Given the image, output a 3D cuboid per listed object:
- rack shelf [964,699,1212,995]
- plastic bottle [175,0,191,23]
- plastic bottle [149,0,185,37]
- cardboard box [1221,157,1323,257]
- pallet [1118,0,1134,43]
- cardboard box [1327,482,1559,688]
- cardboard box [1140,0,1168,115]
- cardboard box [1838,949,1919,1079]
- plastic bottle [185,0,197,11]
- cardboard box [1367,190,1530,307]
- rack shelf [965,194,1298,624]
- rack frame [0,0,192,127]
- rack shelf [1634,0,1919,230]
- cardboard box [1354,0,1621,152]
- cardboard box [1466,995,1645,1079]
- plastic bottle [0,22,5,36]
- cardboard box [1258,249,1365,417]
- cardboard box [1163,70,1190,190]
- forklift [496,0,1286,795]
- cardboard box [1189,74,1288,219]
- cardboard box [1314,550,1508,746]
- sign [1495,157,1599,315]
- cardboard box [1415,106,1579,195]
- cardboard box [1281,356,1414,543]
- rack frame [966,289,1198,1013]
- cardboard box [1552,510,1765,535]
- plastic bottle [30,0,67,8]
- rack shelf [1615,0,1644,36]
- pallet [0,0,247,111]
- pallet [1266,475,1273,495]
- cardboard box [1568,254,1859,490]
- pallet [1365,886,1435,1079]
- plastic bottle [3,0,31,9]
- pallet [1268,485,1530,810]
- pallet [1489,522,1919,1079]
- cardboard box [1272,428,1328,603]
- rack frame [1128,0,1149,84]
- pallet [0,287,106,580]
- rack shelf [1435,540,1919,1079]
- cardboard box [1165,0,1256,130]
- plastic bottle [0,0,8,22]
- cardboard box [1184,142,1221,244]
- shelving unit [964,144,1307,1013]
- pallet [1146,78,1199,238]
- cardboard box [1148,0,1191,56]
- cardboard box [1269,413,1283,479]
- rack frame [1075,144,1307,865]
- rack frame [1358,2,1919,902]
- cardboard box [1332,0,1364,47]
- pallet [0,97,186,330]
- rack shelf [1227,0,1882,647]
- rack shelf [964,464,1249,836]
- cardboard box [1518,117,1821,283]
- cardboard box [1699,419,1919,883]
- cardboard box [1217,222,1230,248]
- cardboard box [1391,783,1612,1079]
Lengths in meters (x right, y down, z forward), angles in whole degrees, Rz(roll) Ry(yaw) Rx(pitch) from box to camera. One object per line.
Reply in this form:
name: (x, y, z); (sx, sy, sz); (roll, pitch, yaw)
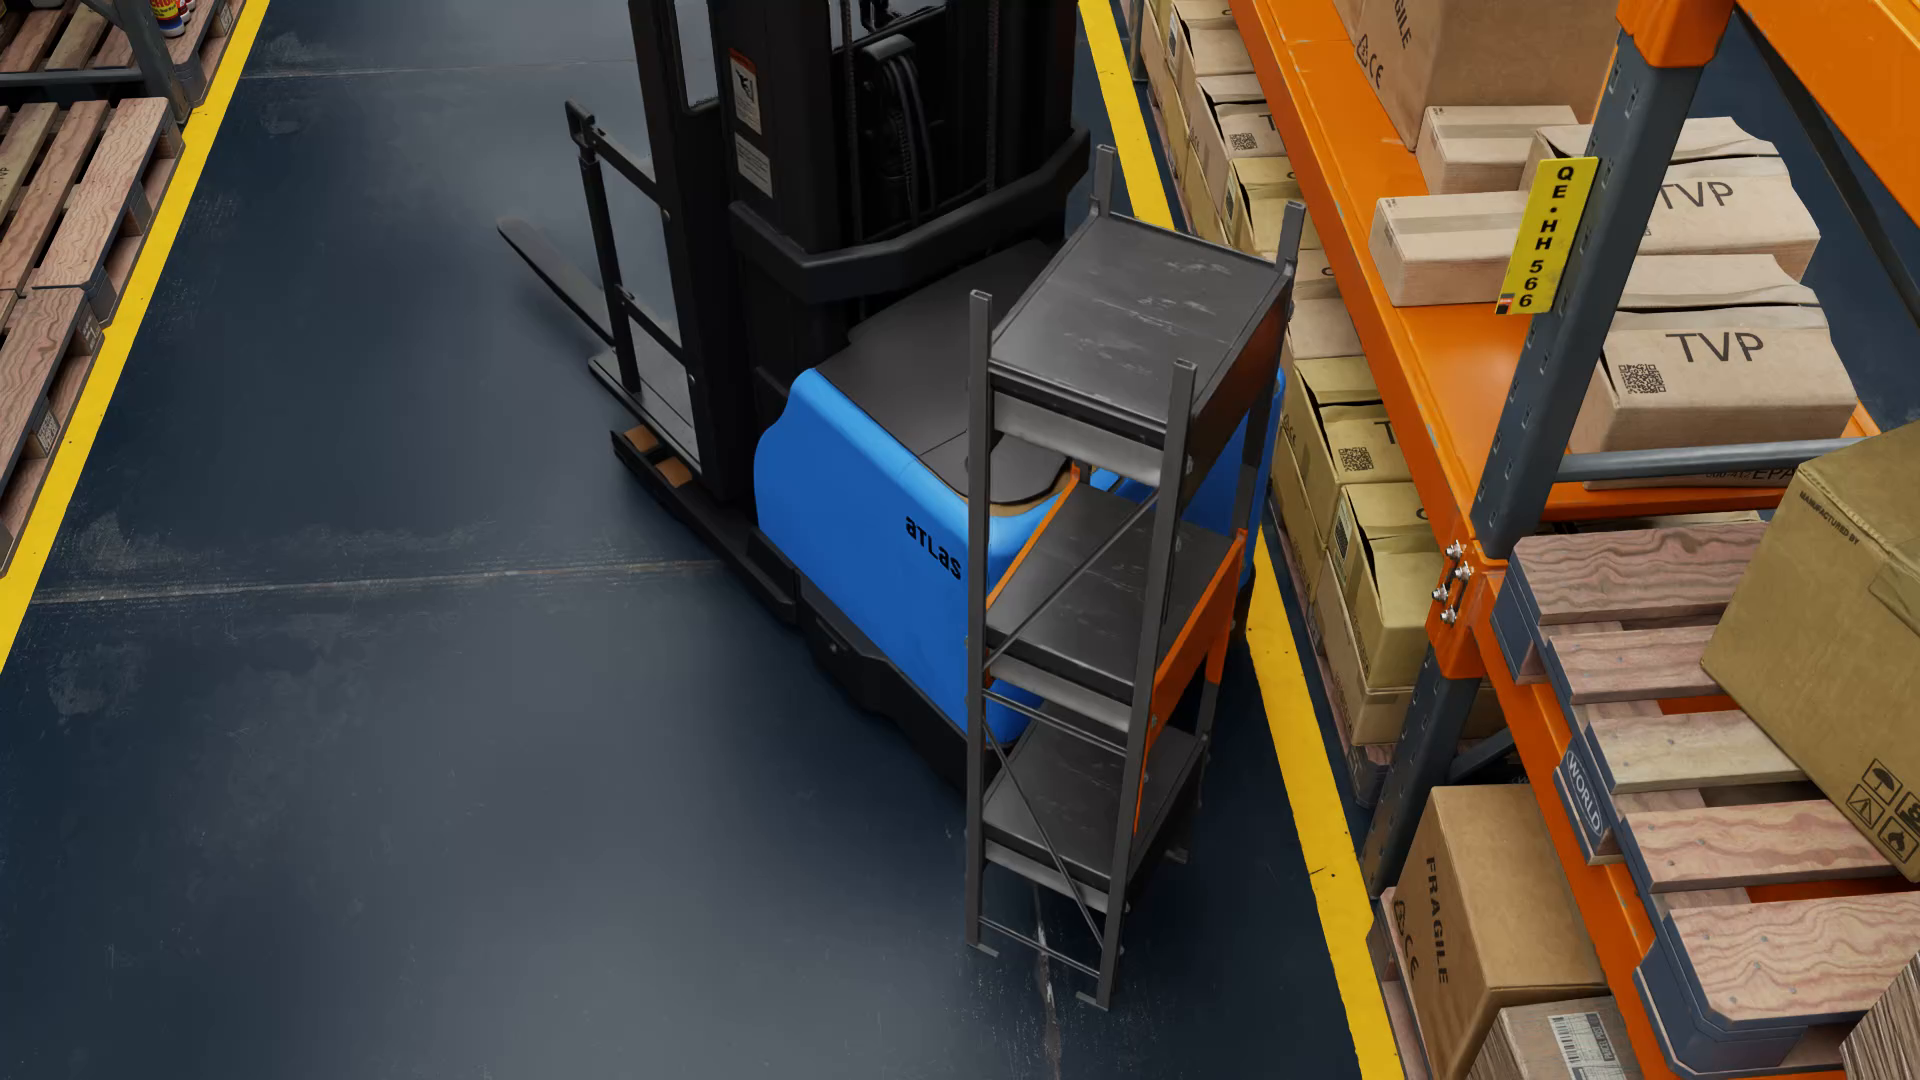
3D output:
rack shelf: (0.311, 0.716, 4.108); (0.431, 0.518, 0.480); (22, 50, 19)
plastic bottle: (-3.304, -2.275, 6.963); (0.097, 0.201, 0.097); (0, 47, 0)
plastic bottle: (-3.295, -2.225, 6.868); (0.097, 0.271, 0.097); (0, 47, 0)
cardboard box: (1.147, -1.019, 5.367); (0.500, 0.311, 0.500); (-2, 47, -2)
pallet: (1.206, -2.672, 7.635); (1.003, 0.211, 1.213); (-3, 47, -3)
cardboard box: (1.276, 0.085, 4.322); (0.500, 0.311, 0.500); (-2, 47, -2)
cardboard box: (1.018, -1.945, 6.631); (0.500, 0.250, 0.500); (-5, 47, -4)
cardboard box: (1.617, 0.784, 2.083); (0.700, 0.500, 0.500); (4, 47, 4)
plastic bottle: (-3.312, -2.348, 7.032); (0.097, 0.201, 0.097); (0, 47, 0)
cardboard box: (1.215, -0.707, 4.026); (0.380, 0.149, 0.250); (-3, 47, -3)
rack shelf: (0.312, -0.247, 3.092); (0.431, 0.518, 0.480); (22, 50, 19)
rack frame: (-3.706, -2.755, 5.793); (1.000, 3.000, 0.127); (-3, 47, -3)
rack shelf: (1.733, 0.504, 1.136); (1.077, 0.370, 4.000); (-3, 47, -3)
cardboard box: (1.409, -1.407, 4.447); (0.500, 0.500, 0.500); (-6, 47, -5)
cardboard box: (1.368, 1.274, 3.396); (0.500, 0.500, 0.500); (-5, 47, -5)
plastic bottle: (-4.046, -2.187, 6.880); (0.097, 0.201, 0.097); (0, 47, 0)
cardboard box: (1.187, -0.656, 5.024); (0.500, 0.311, 0.500); (-4, 47, -4)
cardboard box: (1.059, -1.575, 6.281); (0.500, 0.250, 0.500); (-2, 47, -2)
forklift: (-0.475, -1.315, 4.476); (1.130, 2.935, 3.031); (-31, 54, -26)
cardboard box: (1.098, -1.394, 5.723); (0.500, 0.311, 0.500); (-5, 47, -5)
cardboard box: (1.279, 0.276, 4.527); (0.500, 0.250, 0.500); (-2, 47, -2)
sign: (1.013, -0.521, 2.880); (0.100, 0.325, 0.005); (-3, 47, -3)
cardboard box: (1.403, -0.992, 4.297); (0.380, 0.149, 0.250); (0, 47, 0)
cardboard box: (1.226, -0.291, 4.678); (0.500, 0.311, 0.500); (-4, 47, -4)
rack frame: (0.195, 0.381, 3.443); (0.400, 2.100, 0.015); (22, 50, 19)
cardboard box: (1.814, 0.052, 4.353); (0.500, 0.311, 0.500); (-2, 47, -2)
plastic bottle: (-3.903, -2.452, 7.028); (0.144, 0.351, 0.185); (-3, 47, -3)
rack shelf: (1.398, -2.390, 3.877); (1.077, 0.370, 4.000); (-3, 47, -3)
pallet: (-3.720, -2.284, 7.268); (1.003, 0.211, 1.213); (-3, 47, -3)
pallet: (1.437, -0.679, 5.748); (1.003, 0.211, 1.213); (-3, 47, -3)
cardboard box: (1.579, -0.394, 3.619); (0.500, 0.311, 0.500); (-1, 47, -1)
pallet: (1.590, 1.342, 3.834); (1.003, 0.211, 1.213); (-3, 47, -3)
plastic bottle: (-4.047, -2.444, 7.020); (0.144, 0.351, 0.185); (-5, 47, -4)
pallet: (1.536, 0.202, 4.914); (1.003, 0.211, 1.213); (-3, 47, -3)
pallet: (1.692, 0.393, 2.944); (1.213, 0.211, 1.003); (-3, 47, -3)
cardboard box: (1.232, -0.097, 4.880); (0.500, 0.250, 0.500); (-4, 47, -4)
rack frame: (1.231, -3.053, 6.076); (1.000, 3.000, 0.127); (-3, 47, -3)
pallet: (-3.496, -0.345, 5.432); (1.003, 0.211, 1.213); (-3, 47, -3)
rack shelf: (1.733, 1.535, 2.226); (1.077, 0.370, 4.000); (-3, 47, -3)
cardboard box: (1.054, -1.768, 6.077); (0.500, 0.311, 0.500); (-4, 47, -4)
plastic bottle: (-4.075, -2.300, 6.930); (0.061, 0.283, 0.133); (-1, 47, -1)
cardboard box: (1.105, -1.201, 5.926); (0.500, 0.250, 0.500); (-5, 47, -5)
shelving unit: (0.312, 0.225, 3.590); (0.431, 2.100, 0.503); (22, 50, 19)
pallet: (1.331, -1.564, 6.585); (1.003, 0.211, 1.213); (-3, 47, -3)
cardboard box: (1.017, -2.131, 6.420); (0.500, 0.311, 0.500); (-3, 47, -3)
cardboard box: (1.193, -0.461, 5.225); (0.500, 0.250, 0.500); (-3, 47, -2)
rack frame: (0.428, 0.070, 3.737); (0.400, 2.100, 0.015); (22, 50, 19)
rack frame: (1.566, -0.159, 3.335); (1.000, 3.000, 0.127); (-3, 47, -3)
cardboard box: (1.365, -1.787, 4.808); (0.500, 0.500, 0.500); (-3, 47, -3)
pallet: (-3.601, -1.230, 6.270); (1.003, 0.211, 1.213); (-3, 47, -3)
rack shelf: (1.398, -1.359, 4.966); (1.077, 0.370, 4.000); (-3, 47, -3)
rack shelf: (0.312, 0.235, 3.600); (0.431, 0.518, 0.480); (22, 50, 19)
cardboard box: (1.684, -0.787, 3.991); (0.500, 0.311, 0.500); (-4, 47, -4)
cardboard box: (1.731, 0.111, 2.721); (0.700, 0.500, 0.500); (-18, 49, -16)
cardboard box: (1.147, -0.833, 5.577); (0.500, 0.250, 0.500); (-3, 47, -3)
cardboard box: (1.319, 0.896, 3.754); (0.500, 0.500, 0.500); (-2, 47, -2)
